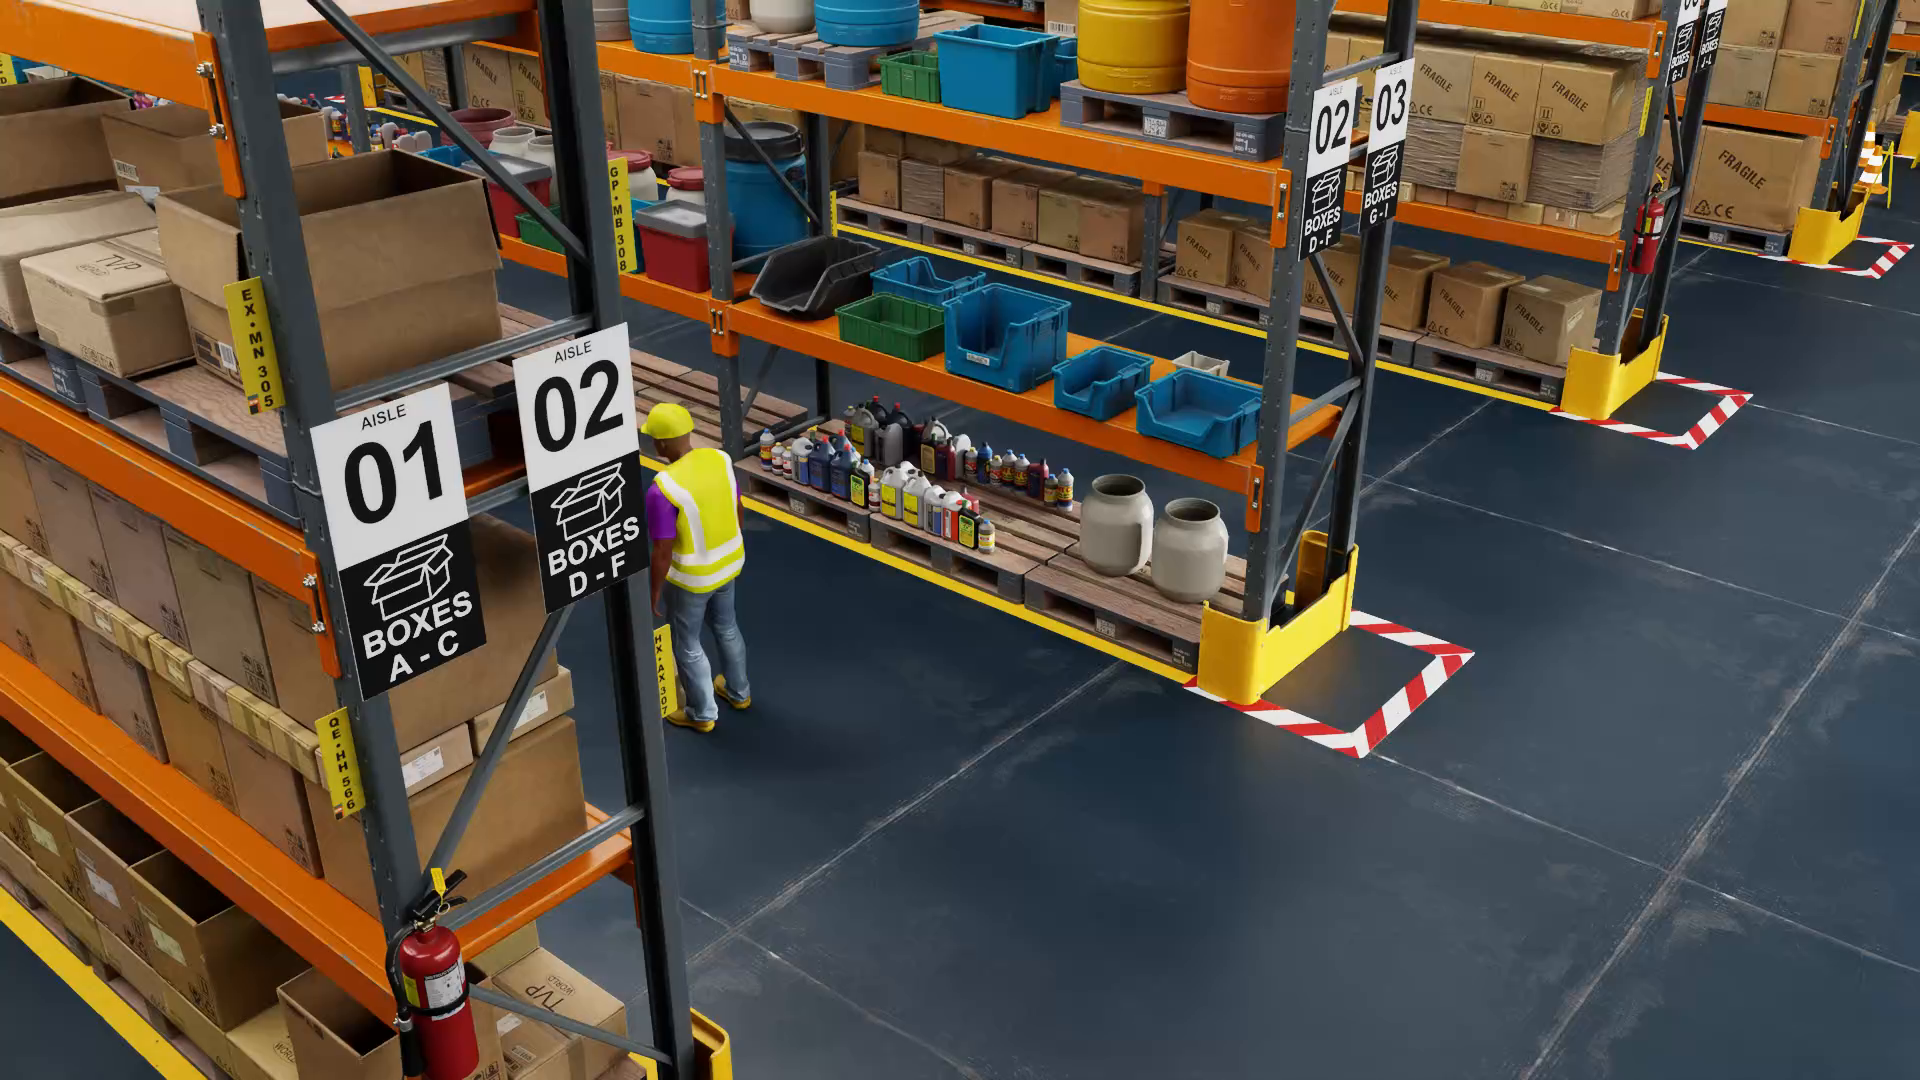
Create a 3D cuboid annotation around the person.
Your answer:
[{"bbox_3d":[-1.330,0.137,8.333,0.461,1.759,0.633,19,33,32],"label":"person"}]
